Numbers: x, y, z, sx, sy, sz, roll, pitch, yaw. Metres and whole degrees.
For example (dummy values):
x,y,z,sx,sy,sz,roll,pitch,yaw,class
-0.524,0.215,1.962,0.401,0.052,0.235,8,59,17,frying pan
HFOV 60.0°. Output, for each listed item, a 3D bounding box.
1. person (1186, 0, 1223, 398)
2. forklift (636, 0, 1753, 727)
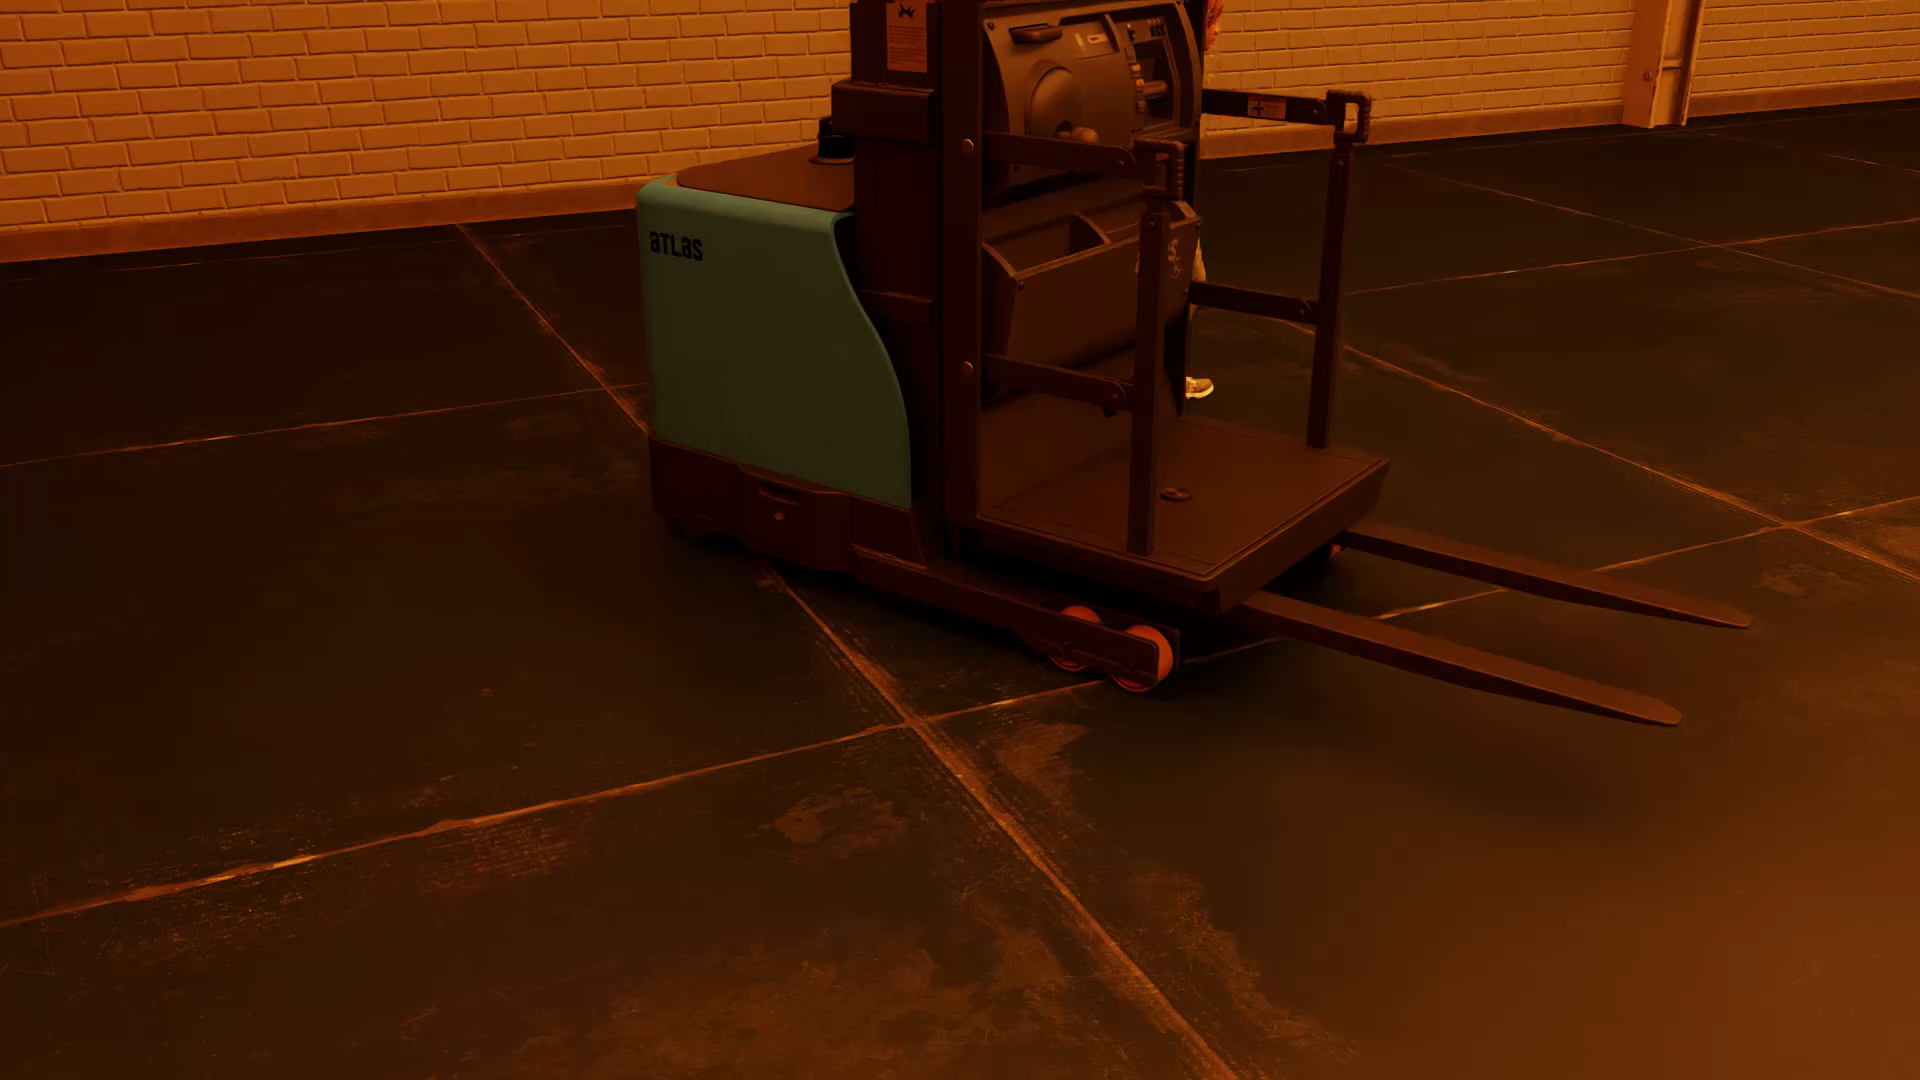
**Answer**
x,y,z,sx,sy,sz,roll,pitch,yaw,class
0.705,-1.178,5.925,0.387,1.564,0.725,8,24,19,person
0.528,-1.201,4.178,3.031,2.935,1.130,16,27,34,forklift
